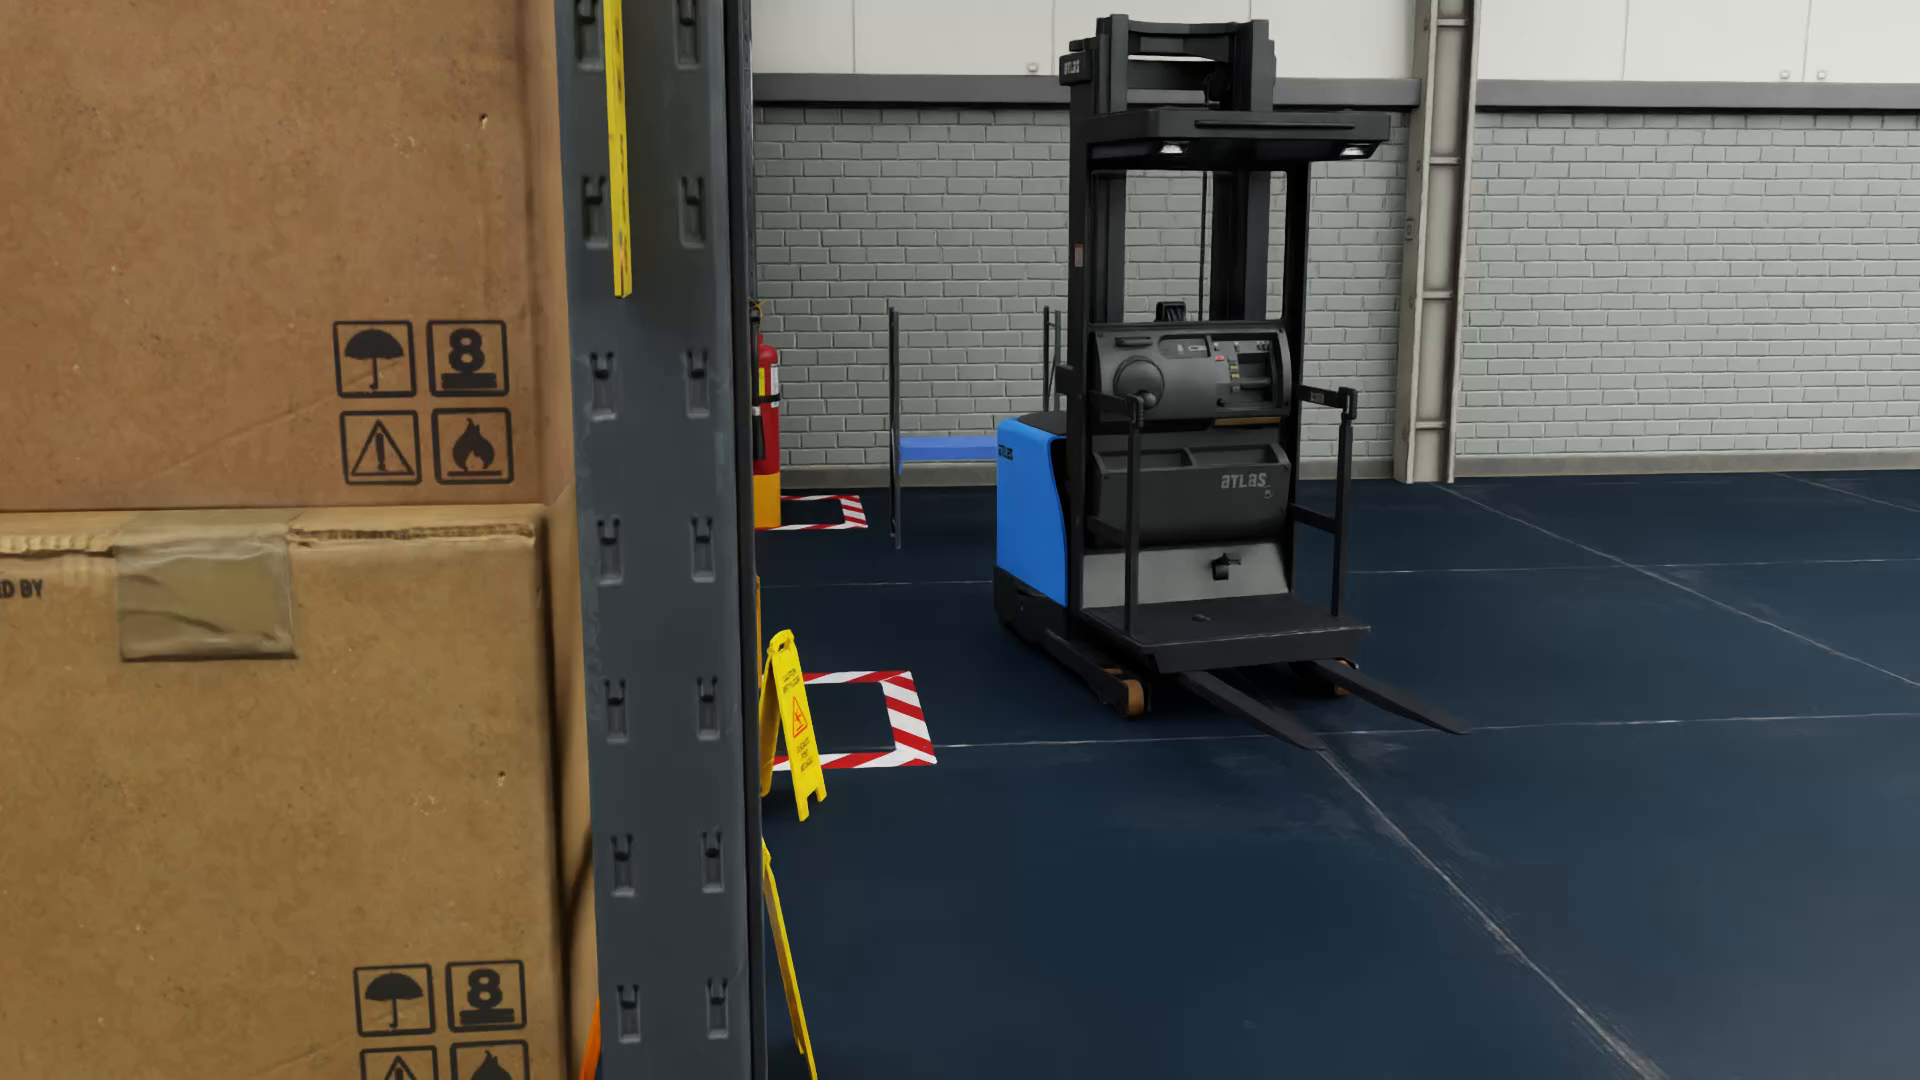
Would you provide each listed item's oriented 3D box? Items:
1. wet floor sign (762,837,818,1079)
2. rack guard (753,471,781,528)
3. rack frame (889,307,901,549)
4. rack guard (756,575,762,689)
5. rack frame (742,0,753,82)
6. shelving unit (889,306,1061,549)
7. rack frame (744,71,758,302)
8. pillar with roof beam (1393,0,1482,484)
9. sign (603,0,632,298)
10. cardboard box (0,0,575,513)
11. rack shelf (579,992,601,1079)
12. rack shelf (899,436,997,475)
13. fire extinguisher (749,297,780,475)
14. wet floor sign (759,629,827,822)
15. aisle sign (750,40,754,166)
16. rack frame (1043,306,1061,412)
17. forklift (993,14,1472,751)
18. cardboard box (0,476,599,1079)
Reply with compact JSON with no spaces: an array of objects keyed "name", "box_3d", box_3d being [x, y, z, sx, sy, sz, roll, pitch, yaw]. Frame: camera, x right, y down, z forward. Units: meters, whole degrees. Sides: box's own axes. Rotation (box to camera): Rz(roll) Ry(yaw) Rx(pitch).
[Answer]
[{"name":"wet floor sign","box_3d":[-0.487,1.008,4.067,0.232,0.644,0.267,-3,12,-16]},{"name":"rack guard","box_3d":[-1.452,-0.440,11.809,0.348,0.500,1.175,-1,11,-6]},{"name":"rack frame","box_3d":[-0.421,-0.727,10.678,0.032,1.500,0.500,-1,11,-6]},{"name":"rack guard","box_3d":[-1.012,0.514,6.957,0.348,0.500,1.175,-1,11,-6]},{"name":"rack frame","box_3d":[-1.476,-4.609,10.987,0.127,3.000,1.000,-1,11,-6]},{"name":"shelving unit","box_3d":[0.085,-0.738,10.732,1.048,1.500,0.538,-1,11,-6]},{"name":"rack frame","box_3d":[-1.476,-1.666,11.565,0.127,3.000,1.000,-1,11,-6]},{"name":"pillar with roof beam","box_3d":[4.164,-4.067,8.228,0.400,9.000,9.100,-1,11,-6]},{"name":"sign","box_3d":[-0.257,-0.347,1.240,0.005,0.325,0.100,-1,11,-6]},{"name":"cardboard box","box_3d":[-0.675,-0.370,1.786,0.550,0.550,0.875,-1,11,-6]},{"name":"rack shelf","box_3d":[-2.290,0.628,1.763,4.000,0.370,1.077,-1,11,-6]},{"name":"rack shelf","box_3d":[0.085,-0.561,10.767,1.000,0.185,0.538,-1,11,-6]},{"name":"fire extinguisher","box_3d":[-0.773,-0.590,6.294,0.183,0.674,0.296,-1,11,-6]},{"name":"wet floor sign","box_3d":[-0.632,0.643,5.927,0.232,0.644,0.267,3,11,14]},{"name":"aisle sign","box_3d":[-1.379,-2.886,11.035,0.004,0.787,0.394,-1,11,-6]},{"name":"rack frame","box_3d":[0.590,-0.748,10.786,0.032,1.500,0.500,-1,11,-6]},{"name":"forklift","box_3d":[1.107,-0.771,7.193,1.130,2.935,3.031,-4,12,-17]},{"name":"cardboard box","box_3d":[-0.665,0.176,1.808,0.550,0.550,0.875,-1,11,-6]}]
